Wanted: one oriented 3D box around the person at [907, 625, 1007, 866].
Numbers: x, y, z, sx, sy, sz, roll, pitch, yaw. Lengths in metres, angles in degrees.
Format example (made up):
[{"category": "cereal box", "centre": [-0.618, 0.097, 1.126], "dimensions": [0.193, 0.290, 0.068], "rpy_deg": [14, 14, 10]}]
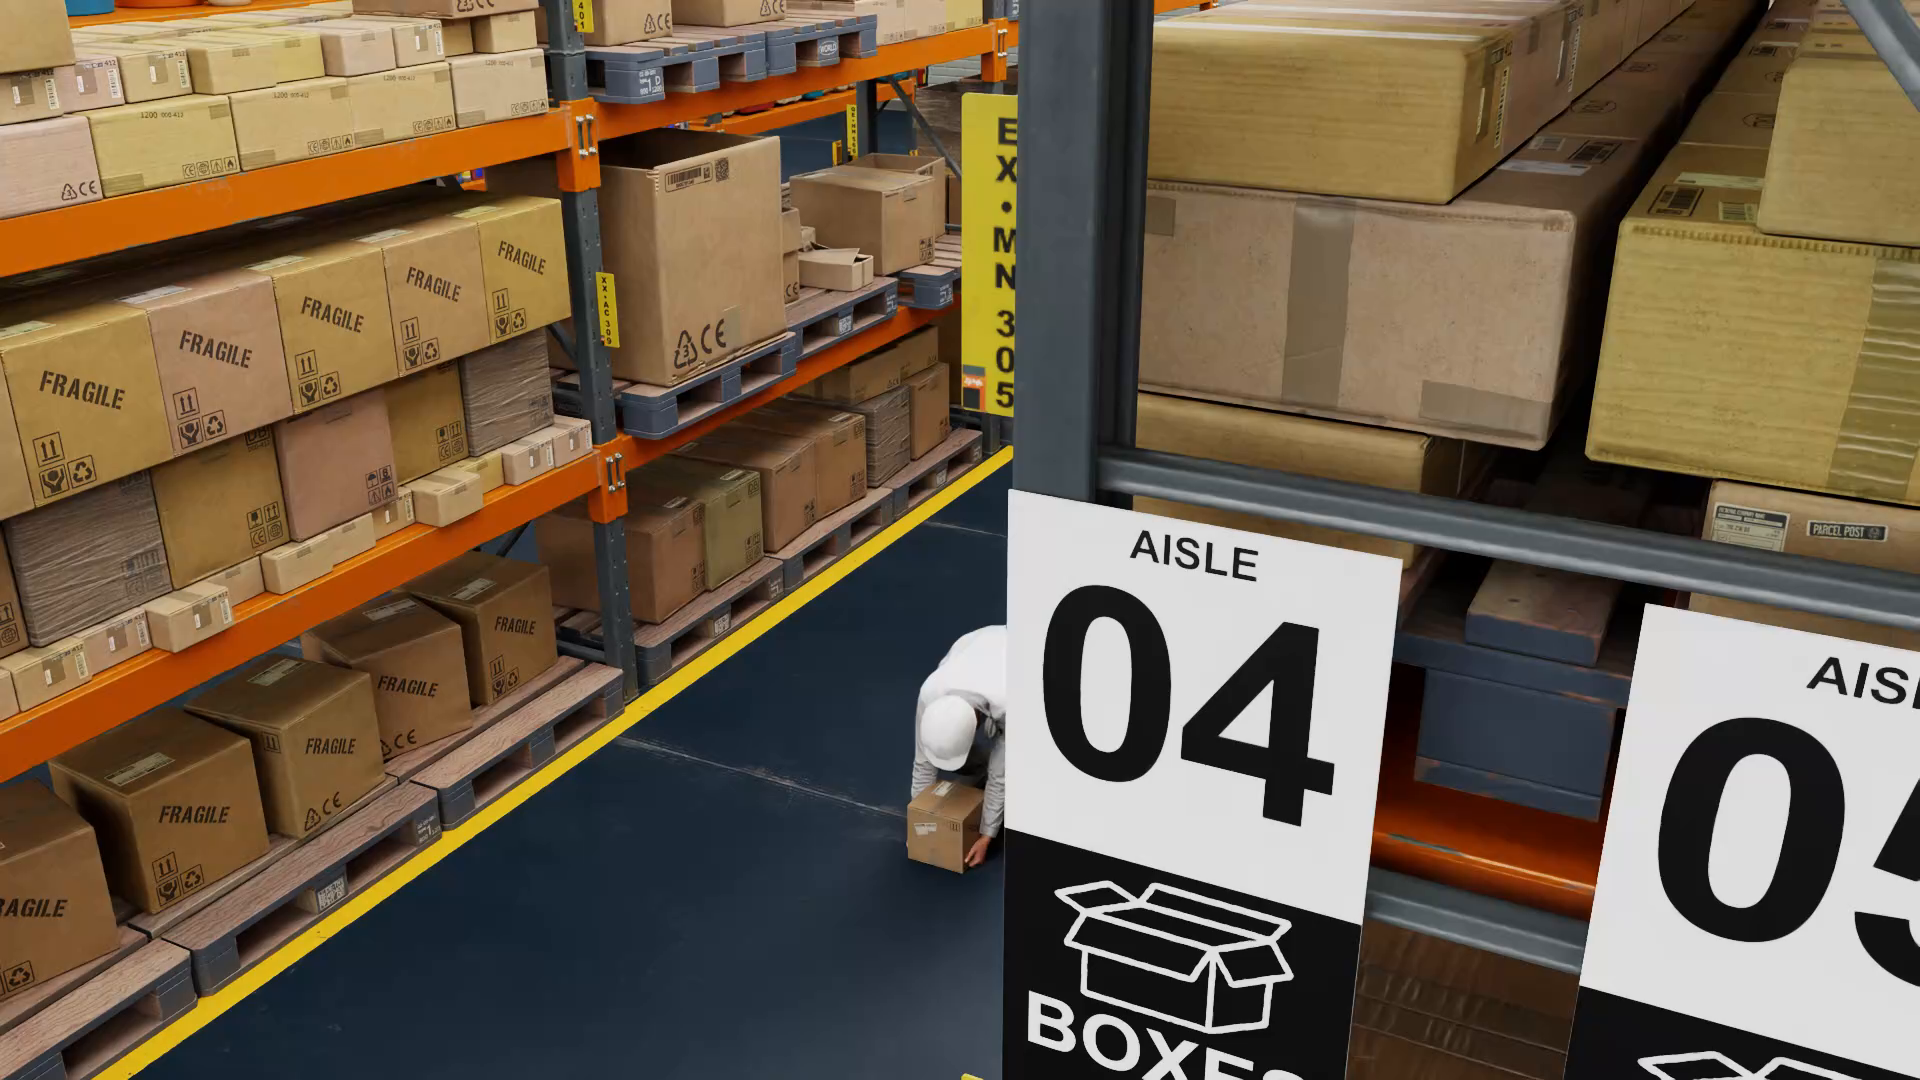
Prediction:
[{"category": "person", "centre": [0.089, 0.822, 6.889], "dimensions": [0.506, 0.804, 0.997], "rpy_deg": [10, 25, 23]}]
